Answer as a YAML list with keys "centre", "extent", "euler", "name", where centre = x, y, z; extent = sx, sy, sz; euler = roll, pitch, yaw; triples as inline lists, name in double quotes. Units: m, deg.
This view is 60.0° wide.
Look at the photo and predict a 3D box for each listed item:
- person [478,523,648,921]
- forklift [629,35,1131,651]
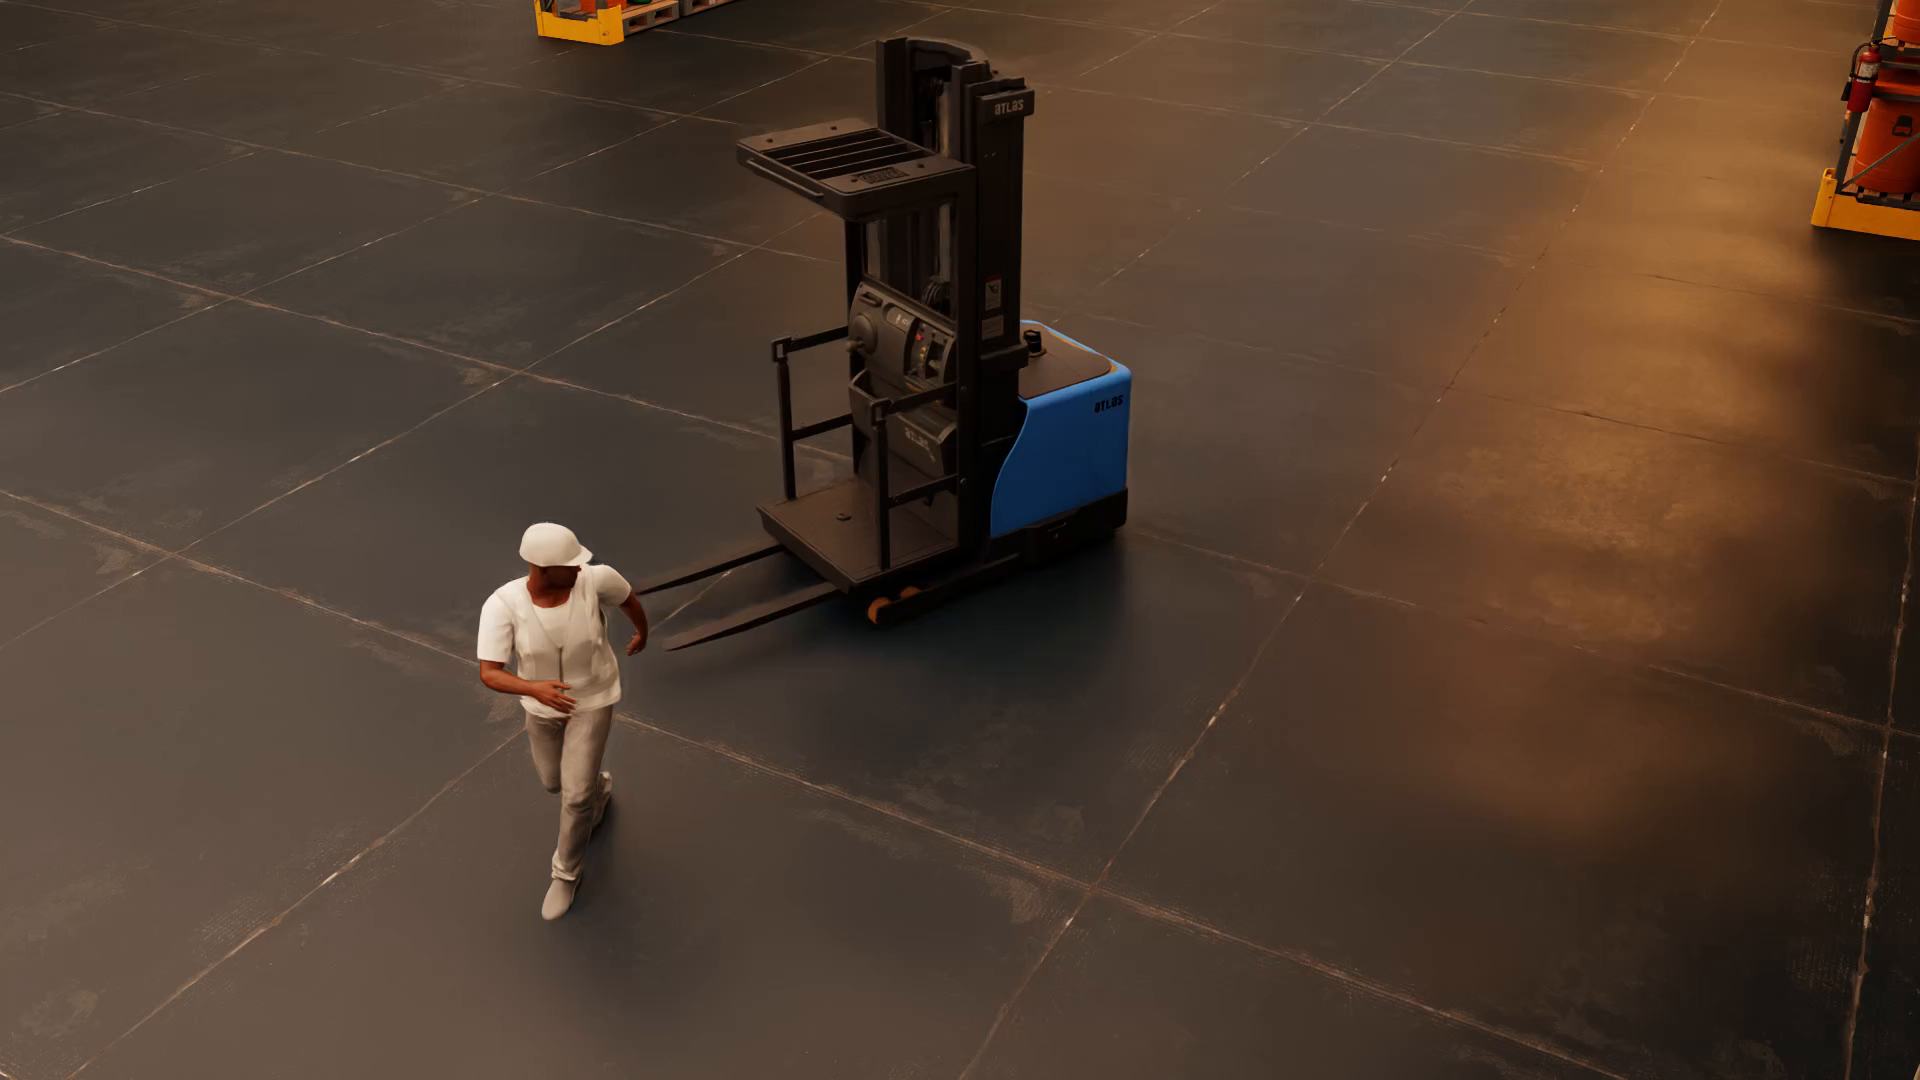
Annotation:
- centre: [-1.704, 0.682, 7.166]
  extent: [0.582, 1.704, 0.987]
  euler: [1, 30, 2]
  name: "person"
- centre: [-0.488, -1.086, 8.952]
  extent: [3.031, 2.935, 1.130]
  euler: [-20, 35, -31]
  name: "forklift"
